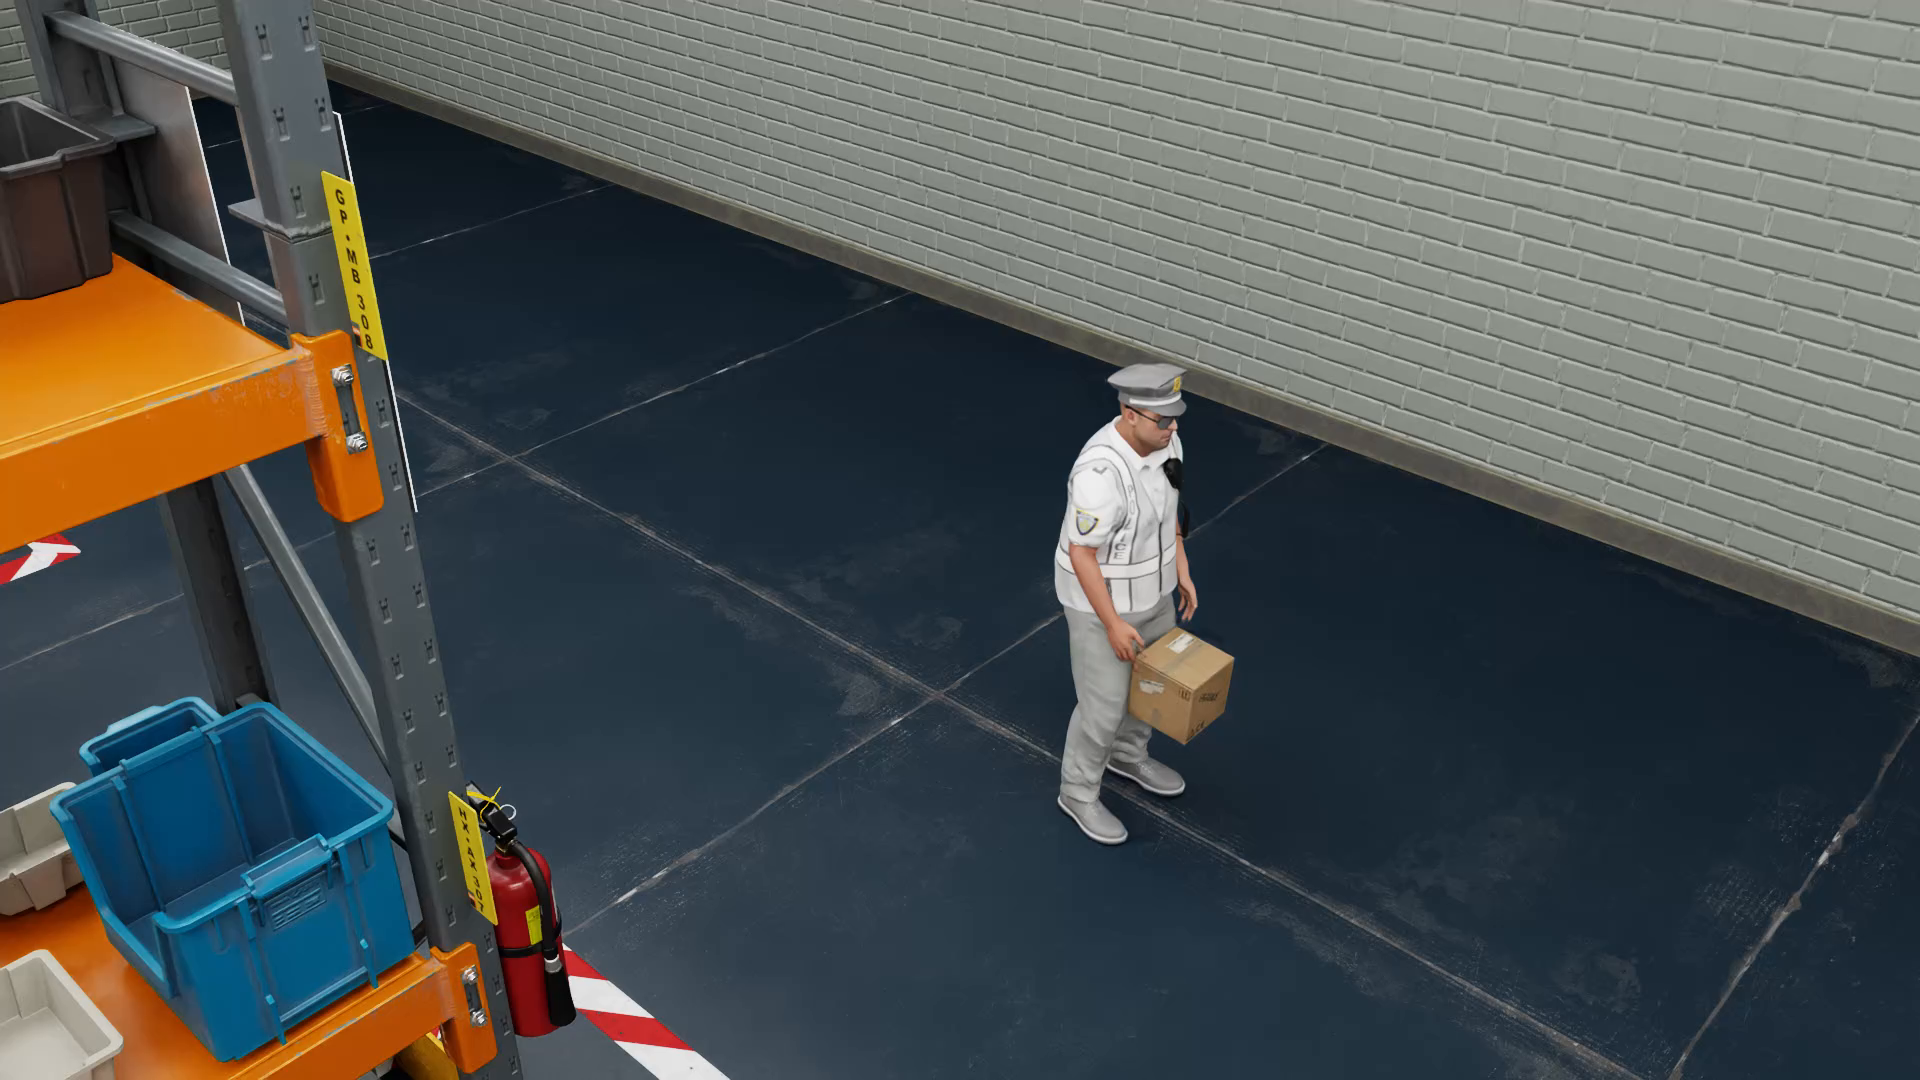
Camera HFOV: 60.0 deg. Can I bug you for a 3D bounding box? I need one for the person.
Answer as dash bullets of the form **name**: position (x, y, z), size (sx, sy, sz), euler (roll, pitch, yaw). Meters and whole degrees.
- **person**: position (0.572, 0.190, 5.805), size (0.438, 1.755, 0.561), euler (24, 39, 34)
